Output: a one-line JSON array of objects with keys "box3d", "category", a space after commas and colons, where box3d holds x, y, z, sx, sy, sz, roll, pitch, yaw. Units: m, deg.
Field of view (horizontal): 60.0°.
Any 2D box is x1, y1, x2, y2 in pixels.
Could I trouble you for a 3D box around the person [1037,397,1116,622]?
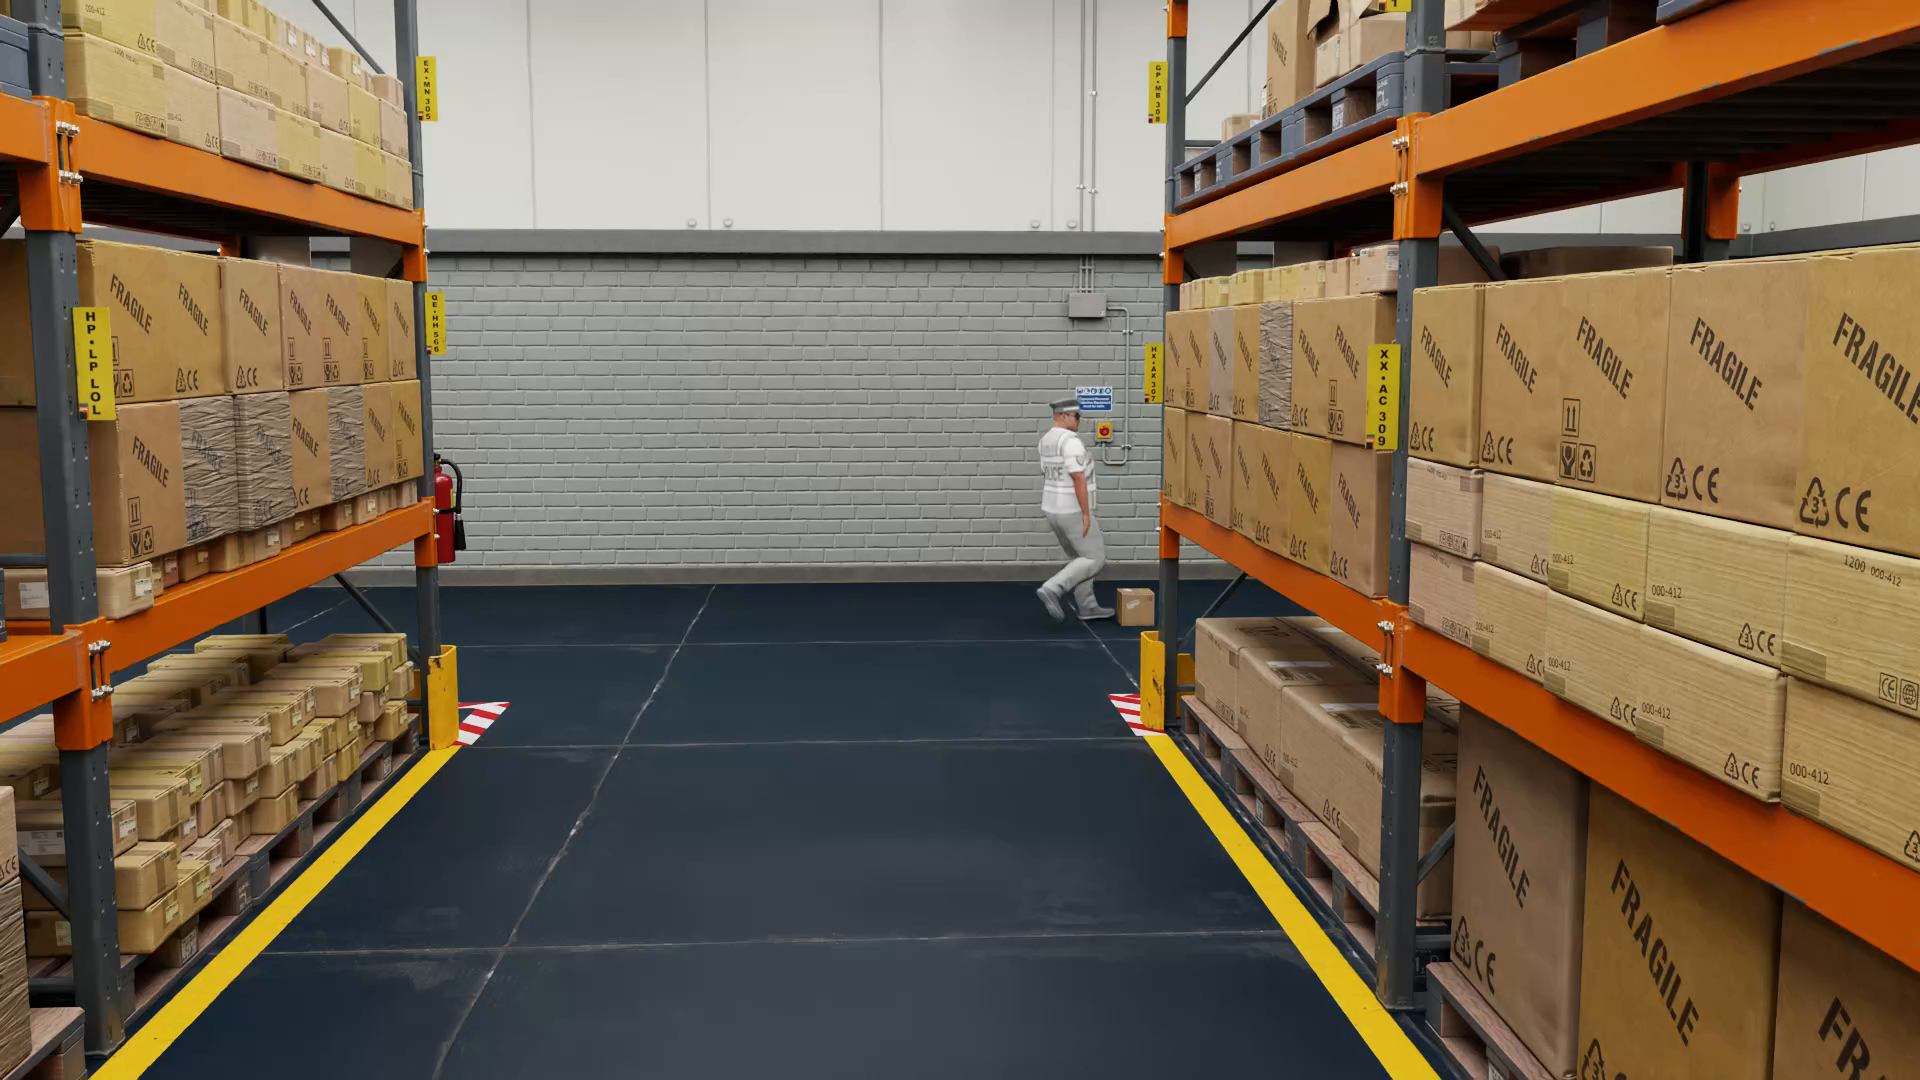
[{"box3d": [0.887, -0.226, 12.642, 0.807, 1.723, 0.567, -3, 7, -24], "category": "person"}]
